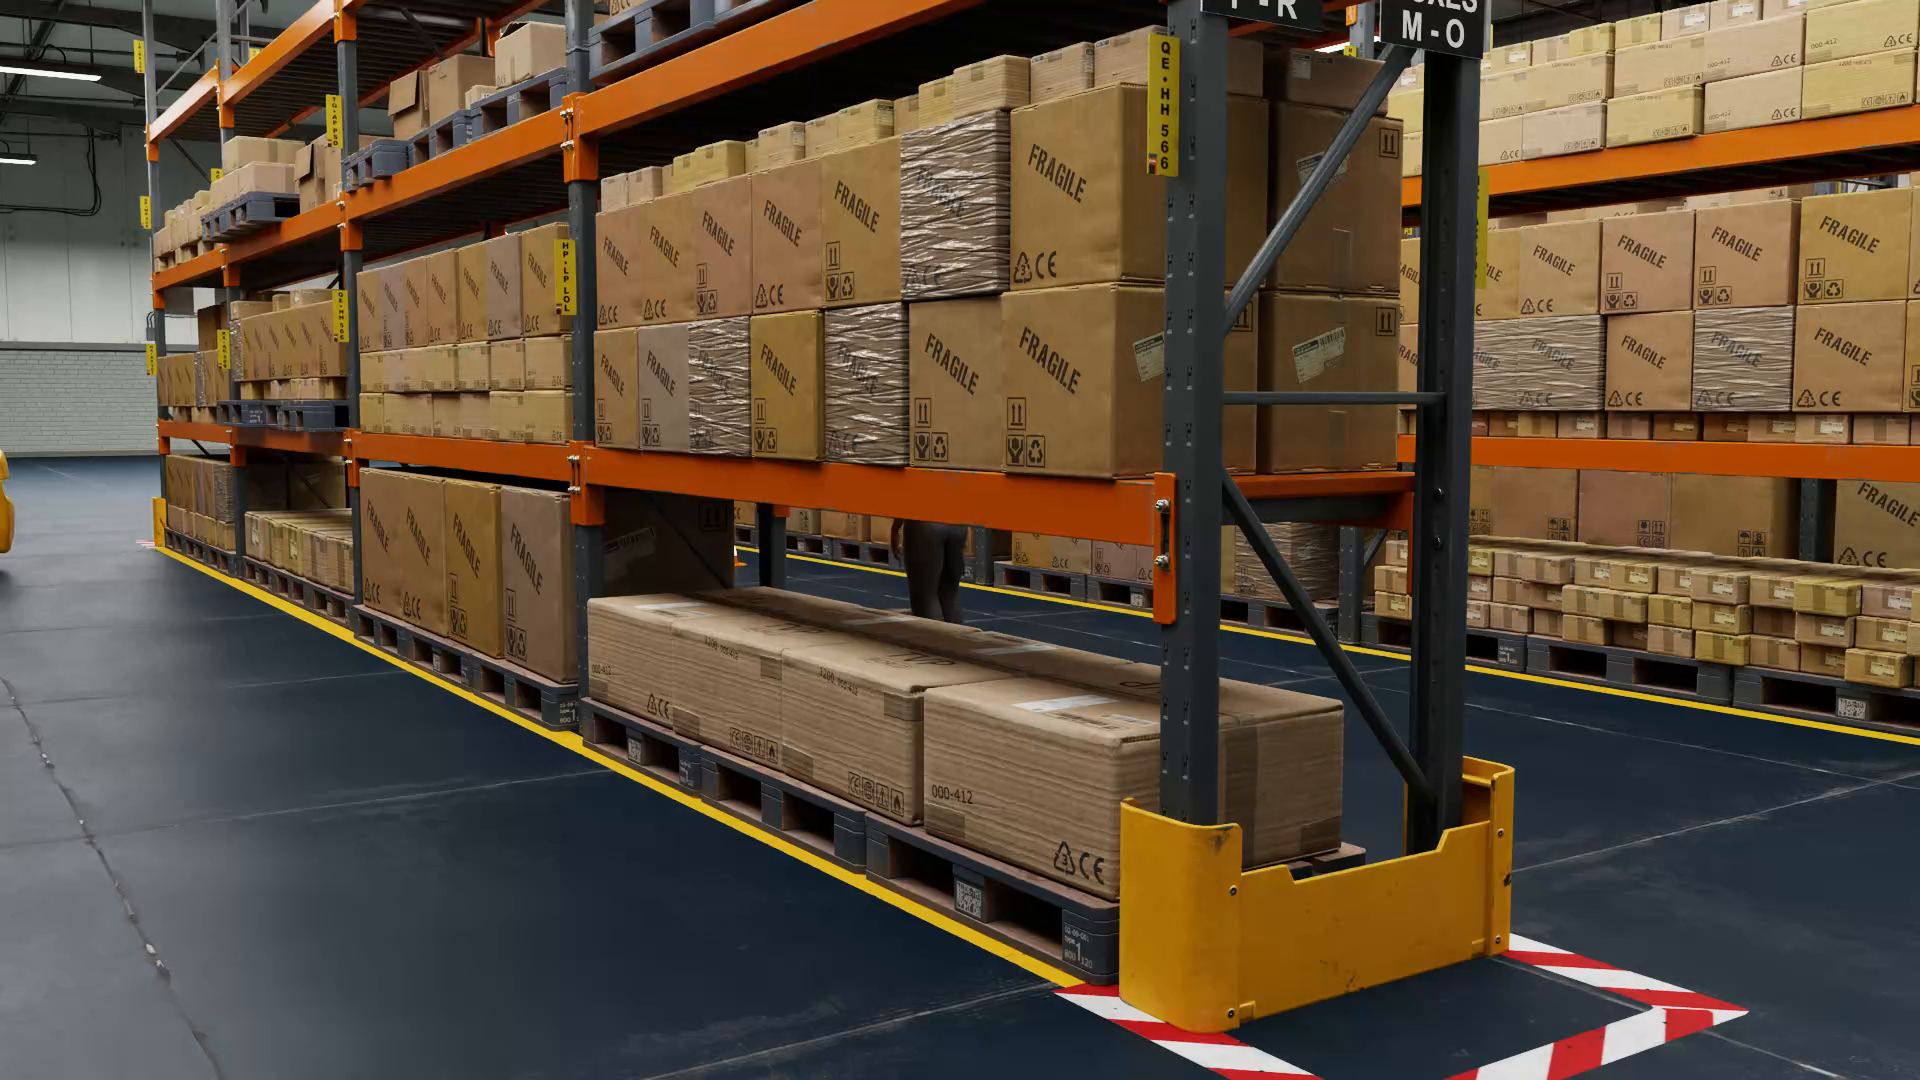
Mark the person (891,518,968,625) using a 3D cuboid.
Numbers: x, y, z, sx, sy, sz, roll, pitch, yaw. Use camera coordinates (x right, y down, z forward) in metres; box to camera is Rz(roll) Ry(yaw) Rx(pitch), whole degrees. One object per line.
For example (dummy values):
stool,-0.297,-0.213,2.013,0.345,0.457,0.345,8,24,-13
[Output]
person,-0.184,-0.058,8.713,0.504,1.654,0.567,4,6,42
